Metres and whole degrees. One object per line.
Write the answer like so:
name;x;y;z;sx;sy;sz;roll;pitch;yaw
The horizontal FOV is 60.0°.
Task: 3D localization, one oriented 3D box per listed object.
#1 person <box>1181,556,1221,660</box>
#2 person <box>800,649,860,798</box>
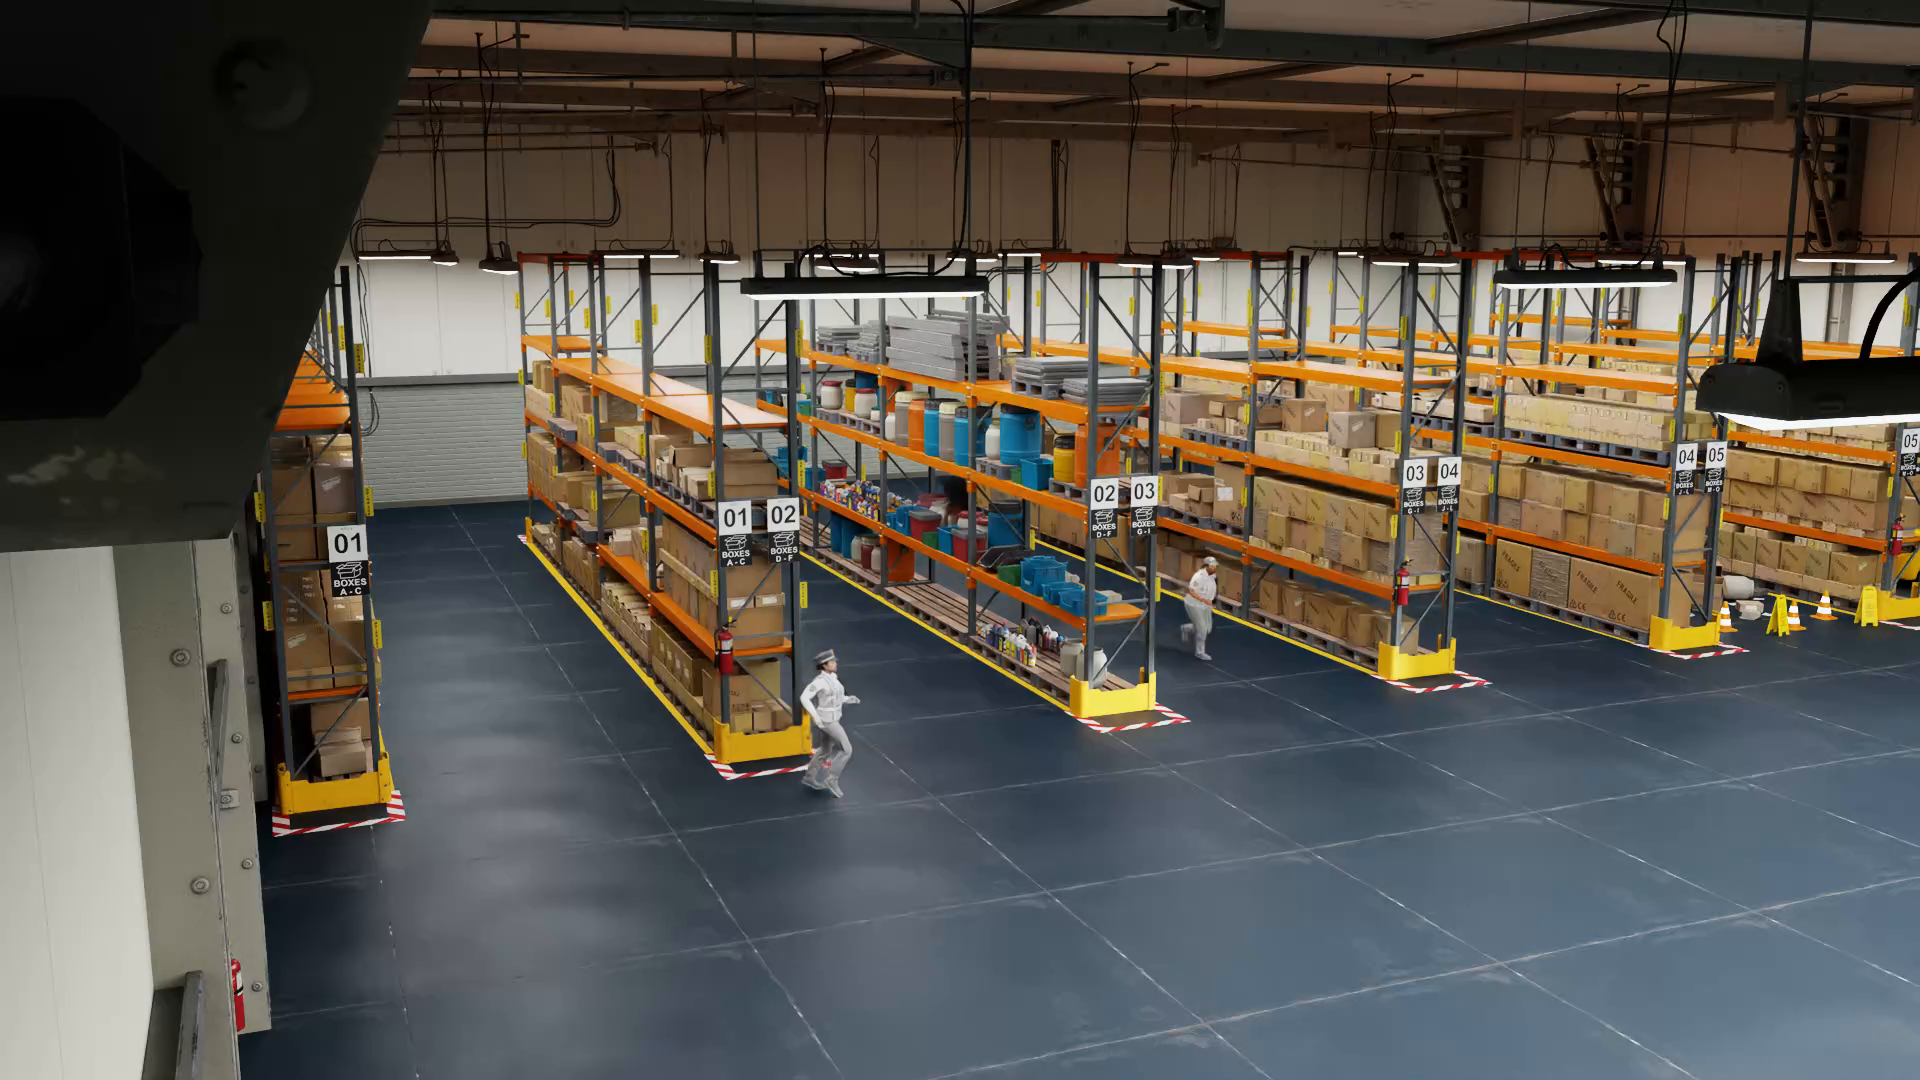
person;3.612;1.007;25.183;0.572;1.609;0.759;-8;13;-39
person;-1.488;2.086;18.961;0.708;1.722;0.571;2;10;9
